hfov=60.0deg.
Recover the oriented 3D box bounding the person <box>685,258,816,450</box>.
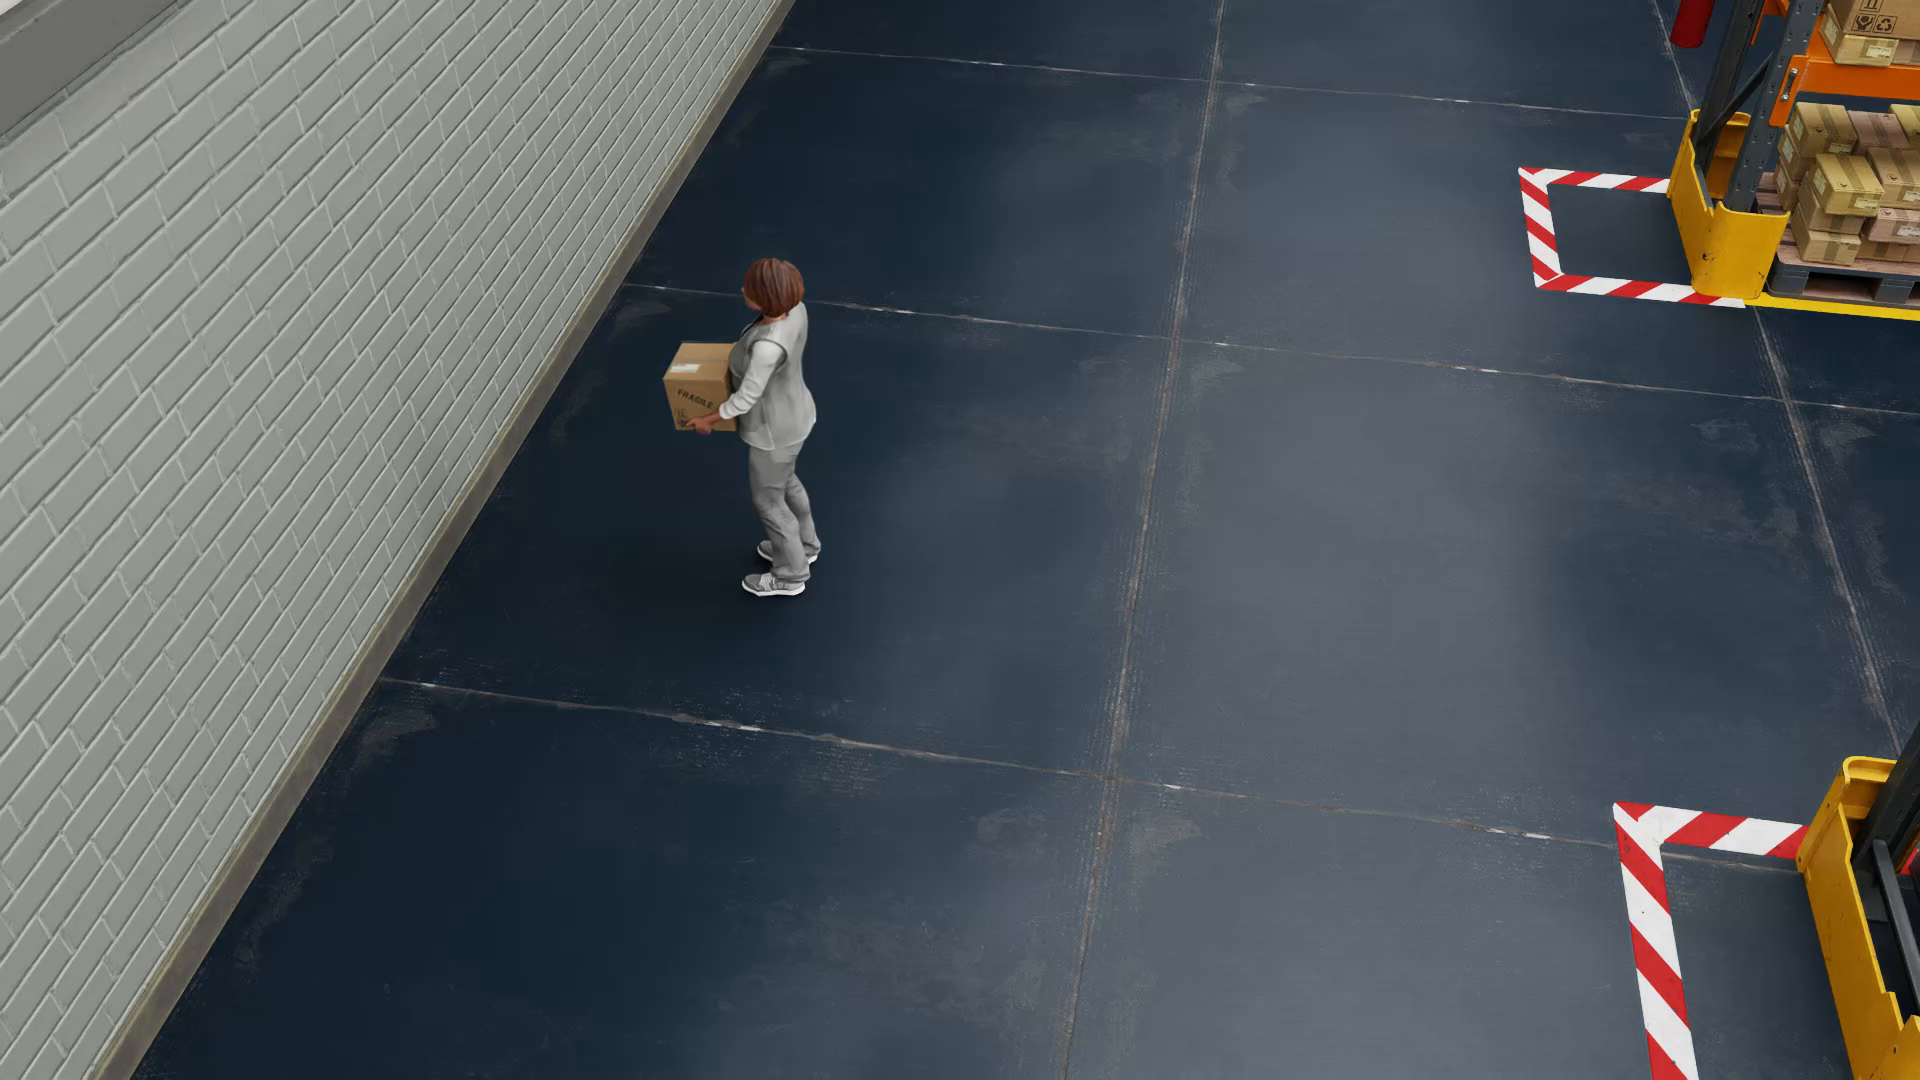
[{"bbox_3d":[-0.825,-0.758,6.425,0.488,0.790,0.412,7,42,7],"label":"person"}]
